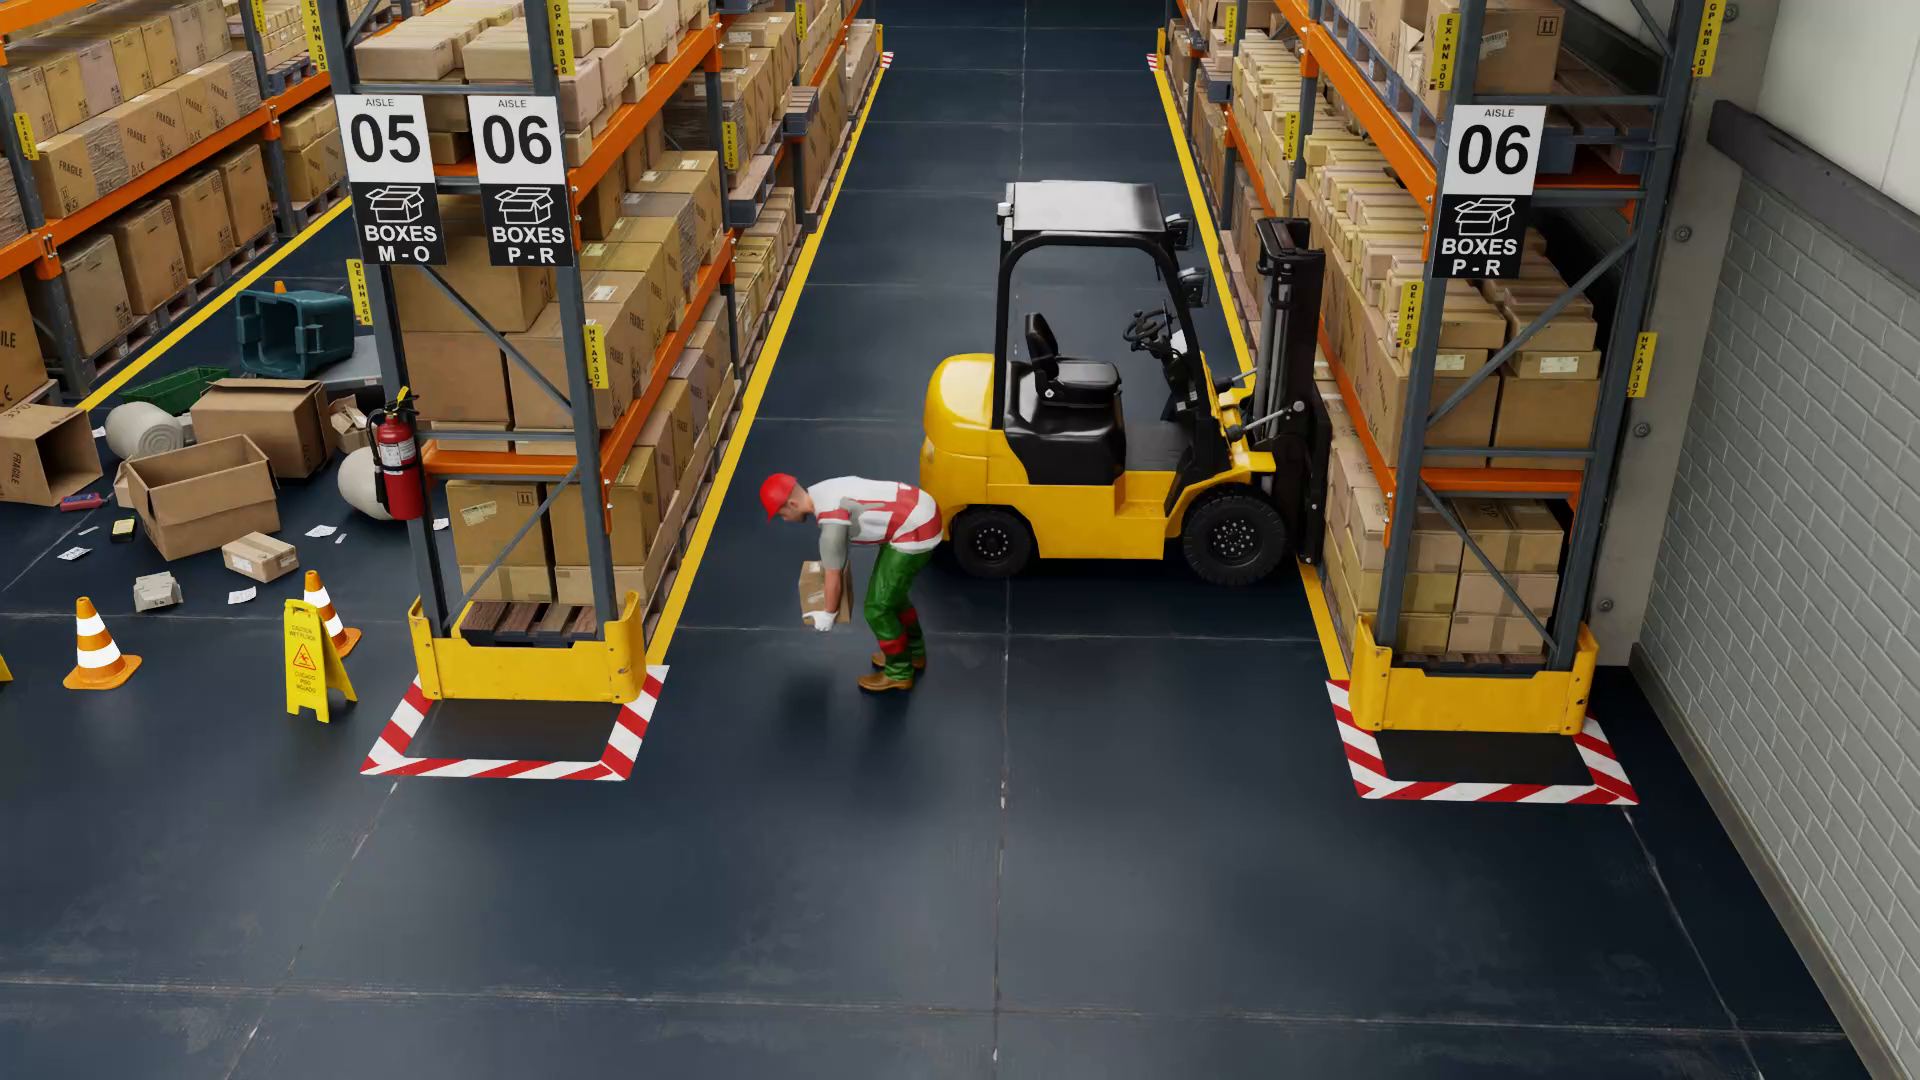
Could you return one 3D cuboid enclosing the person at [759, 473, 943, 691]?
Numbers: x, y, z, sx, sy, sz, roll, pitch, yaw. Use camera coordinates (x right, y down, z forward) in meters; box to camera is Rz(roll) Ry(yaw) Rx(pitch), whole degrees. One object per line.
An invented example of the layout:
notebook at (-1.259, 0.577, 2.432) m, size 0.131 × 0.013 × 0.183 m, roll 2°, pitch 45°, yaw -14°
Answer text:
person at (-0.561, 0.201, 8.822) m, size 0.949 × 1.218 × 0.482 m, roll 0°, pitch 28°, yaw 0°
